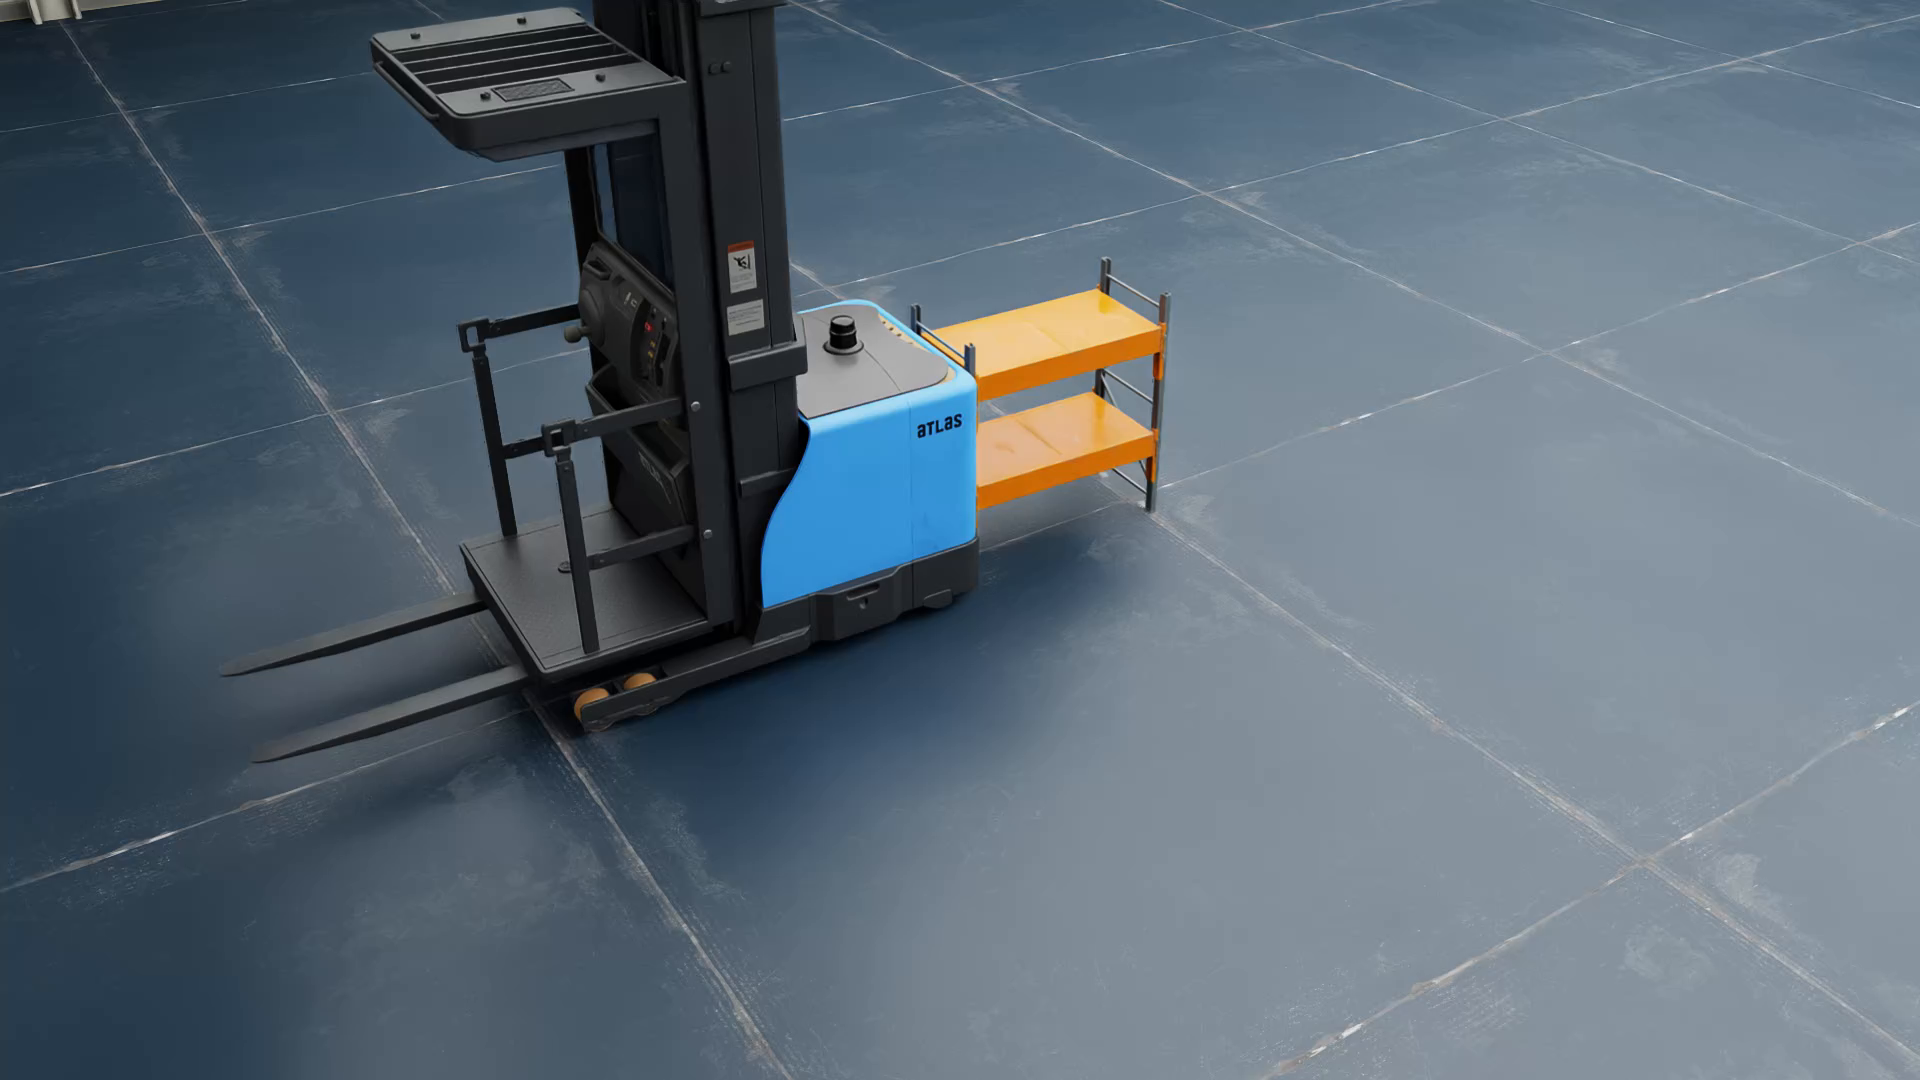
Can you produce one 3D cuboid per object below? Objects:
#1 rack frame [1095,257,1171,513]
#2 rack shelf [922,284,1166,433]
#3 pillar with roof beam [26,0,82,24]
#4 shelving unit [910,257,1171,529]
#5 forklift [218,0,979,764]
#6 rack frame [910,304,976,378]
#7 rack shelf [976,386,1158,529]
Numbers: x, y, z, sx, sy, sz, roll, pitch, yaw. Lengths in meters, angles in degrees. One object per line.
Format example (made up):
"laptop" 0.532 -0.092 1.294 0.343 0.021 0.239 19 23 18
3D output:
"rack frame" 0.796 -0.722 7.840 0.032 1.125 0.500 -18 36 -26
"rack shelf" 0.360 -0.830 7.462 1.000 0.278 0.538 -18 36 -26
"pillar with roof beam" -6.056 -6.726 9.978 0.400 9.000 9.100 -19 37 -27
"shelving unit" 0.360 -0.582 7.619 1.048 1.125 0.538 -18 36 -26
"forklift" -1.446 -0.809 6.285 3.031 2.935 1.130 -18 36 -26
"rack frame" -0.076 -0.443 7.397 0.032 1.125 0.500 -18 36 -26
"rack shelf" 0.360 -0.375 7.749 1.000 0.278 0.538 -18 36 -26
